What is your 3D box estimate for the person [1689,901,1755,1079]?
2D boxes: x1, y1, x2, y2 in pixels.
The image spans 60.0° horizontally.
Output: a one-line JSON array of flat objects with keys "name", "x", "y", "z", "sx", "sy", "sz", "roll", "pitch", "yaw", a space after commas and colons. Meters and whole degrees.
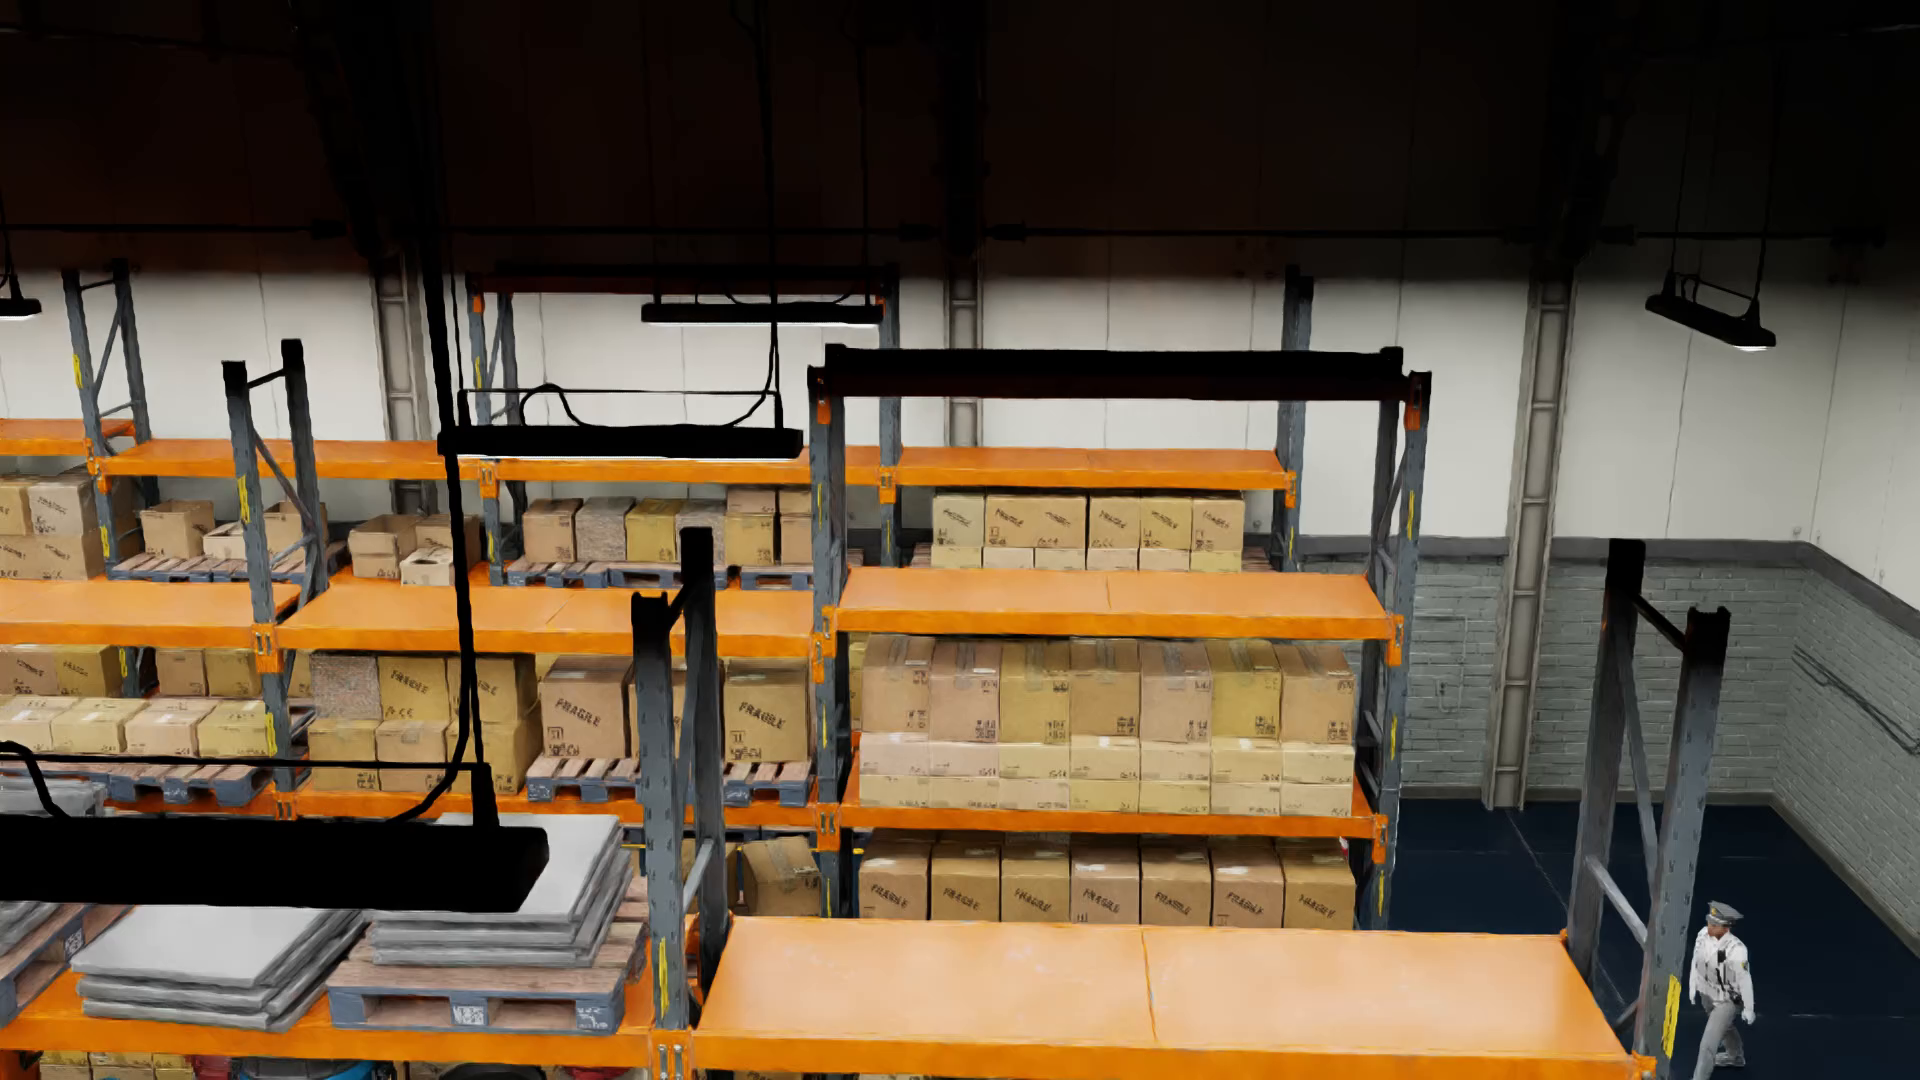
[{"name": "person", "x": 6.023, "y": 3.619, "z": 13.236, "sx": 0.935, "sy": 1.624, "sz": 0.526, "roll": -6, "pitch": 17, "yaw": -20}]
